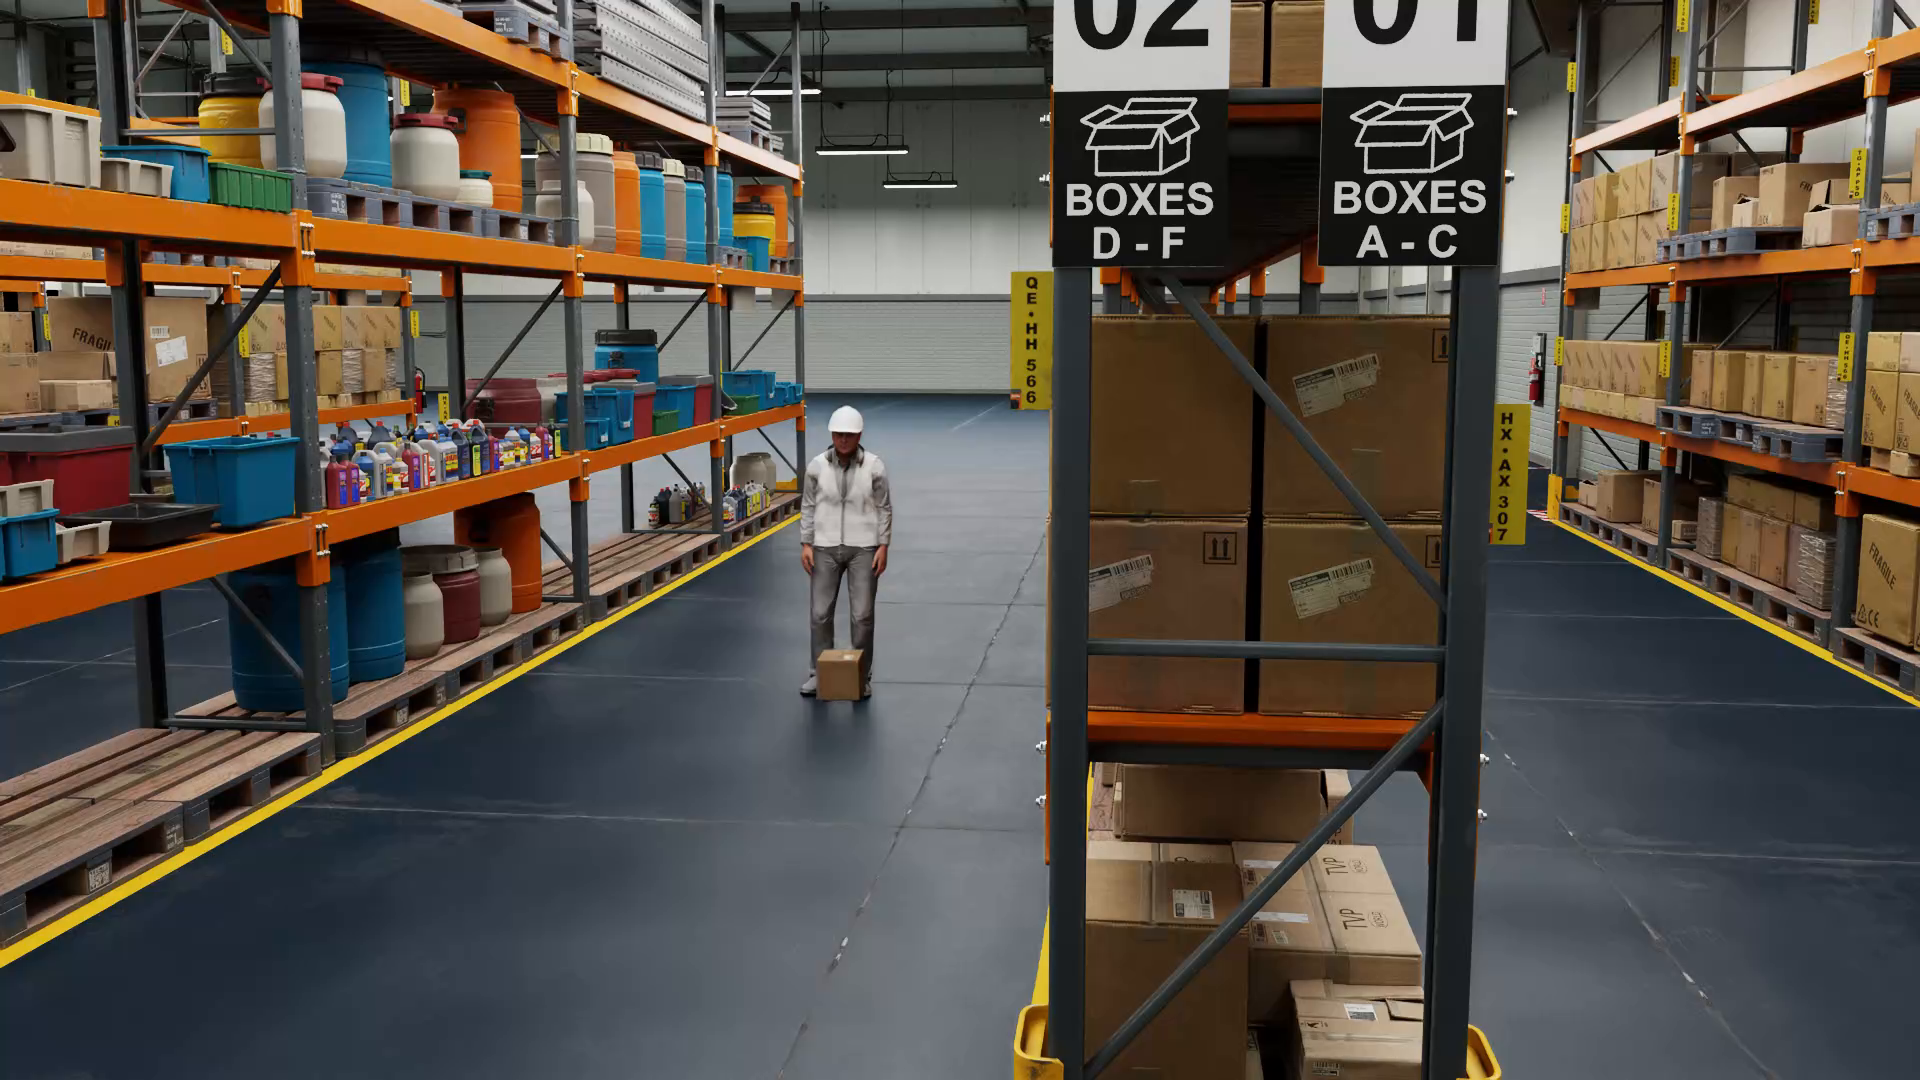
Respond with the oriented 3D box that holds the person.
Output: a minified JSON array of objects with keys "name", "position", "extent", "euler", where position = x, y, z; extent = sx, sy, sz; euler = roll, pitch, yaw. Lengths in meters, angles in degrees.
[{"name":"person","position":[-0.702,0.061,10.224],"extent":[0.569,1.772,0.474],"euler":[1,8,4]}]
